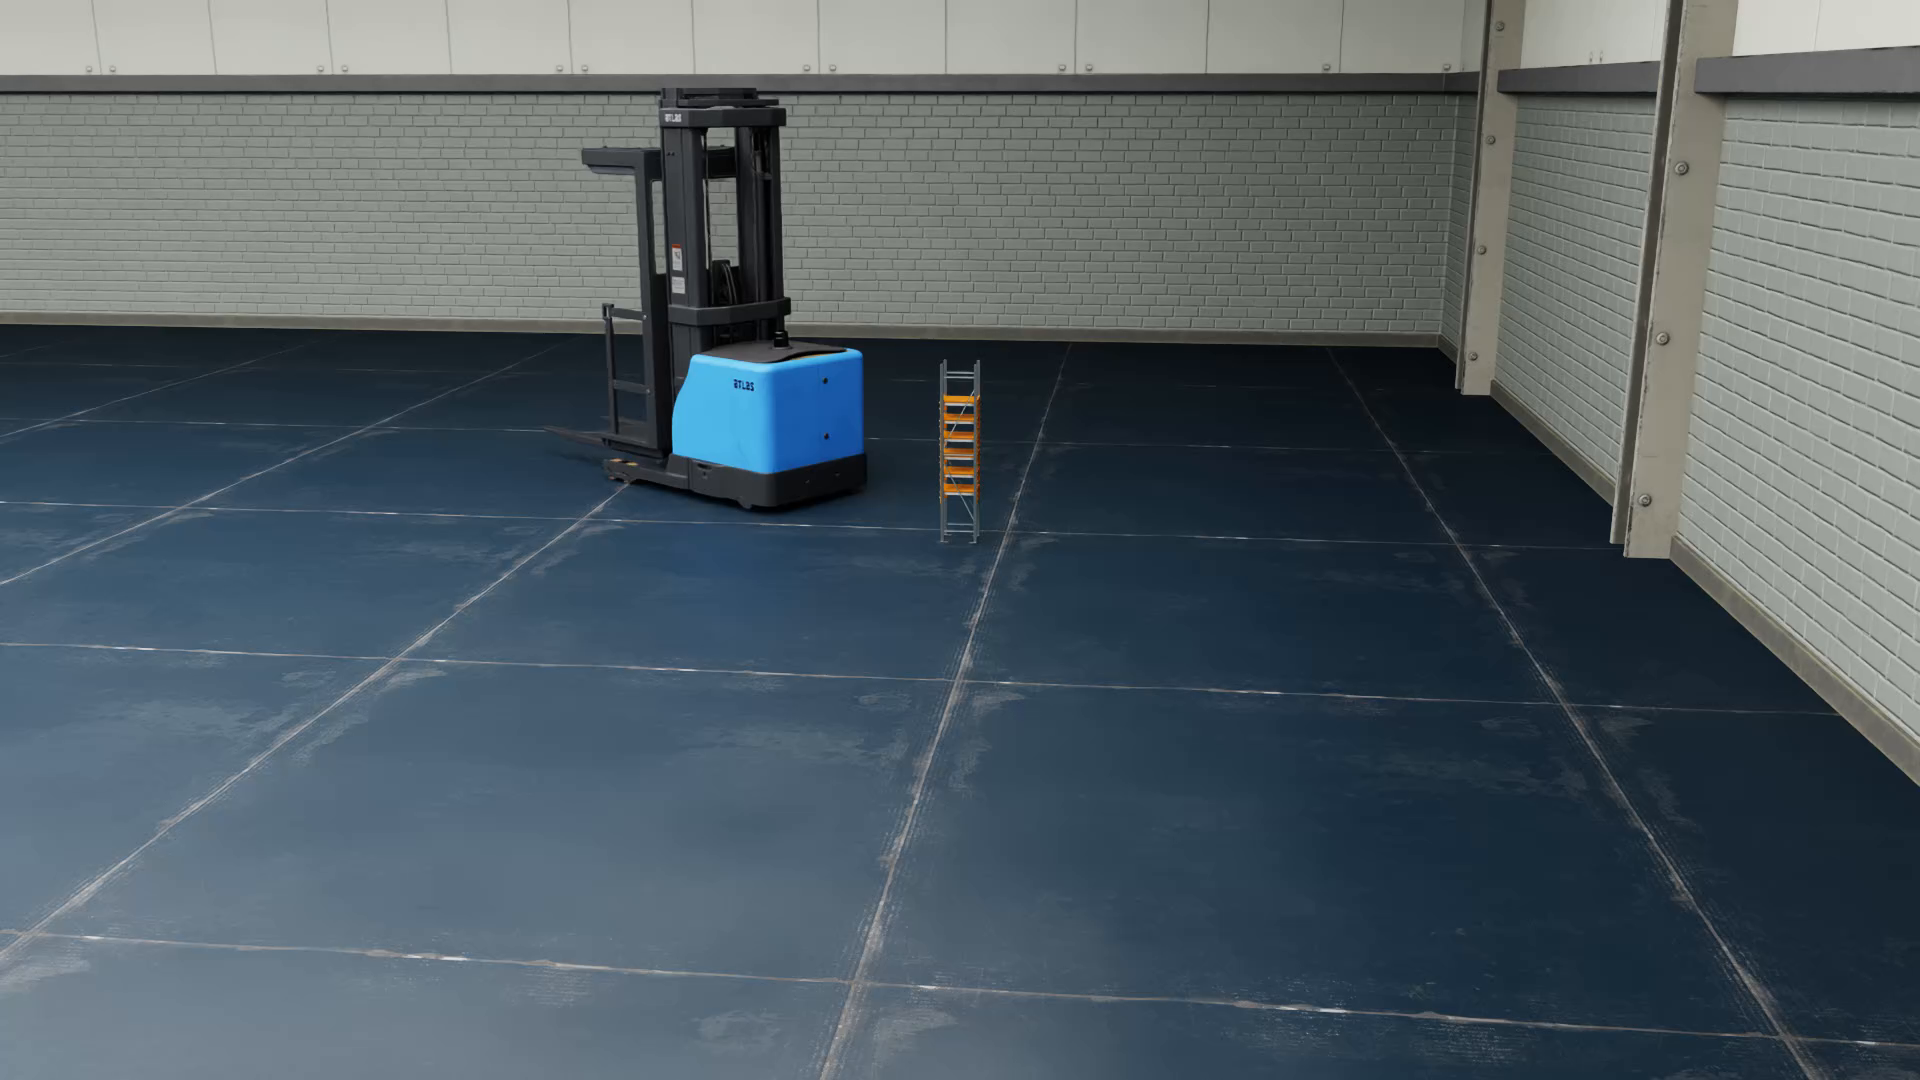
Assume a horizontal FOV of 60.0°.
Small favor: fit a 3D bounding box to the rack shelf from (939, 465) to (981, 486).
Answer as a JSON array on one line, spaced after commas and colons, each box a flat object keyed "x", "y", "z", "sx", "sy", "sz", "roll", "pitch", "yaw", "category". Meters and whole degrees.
[{"x": 0.002, "y": -0.424, "z": 11.062, "sx": 0.258, "sy": 0.103, "sz": 0.180, "roll": 2, "pitch": 15, "yaw": 6, "category": "rack shelf"}]

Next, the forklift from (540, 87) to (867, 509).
[{"x": -2.129, "y": -1.934, "z": 12.700, "sx": 3.031, "sy": 2.935, "sz": 1.130, "roll": 13, "pitch": 20, "yaw": 40, "category": "forklift"}]

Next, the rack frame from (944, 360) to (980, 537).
[{"x": 0.012, "y": -0.607, "z": 11.107, "sx": 0.240, "sy": 1.200, "sz": 0.006, "roll": 2, "pitch": 15, "yaw": 6, "category": "rack frame"}]

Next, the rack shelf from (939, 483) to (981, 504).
[{"x": 0.002, "y": -0.308, "z": 11.094, "sx": 0.258, "sy": 0.103, "sz": 0.180, "roll": 2, "pitch": 15, "yaw": 6, "category": "rack shelf"}]

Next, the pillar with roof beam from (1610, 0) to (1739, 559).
[{"x": 0.201, "y": -4.406, "z": 10.217, "sx": 9.100, "sy": 9.000, "sz": 0.400, "roll": 2, "pitch": 15, "yaw": 6, "category": "pillar with roof beam"}]

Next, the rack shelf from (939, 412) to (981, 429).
[{"x": 0.002, "y": -0.772, "z": 10.968, "sx": 0.258, "sy": 0.103, "sz": 0.180, "roll": 2, "pitch": 15, "yaw": 6, "category": "rack shelf"}]

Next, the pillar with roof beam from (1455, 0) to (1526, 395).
[{"x": 0.878, "y": -5.962, "z": 15.972, "sx": 9.100, "sy": 9.000, "sz": 0.400, "roll": 2, "pitch": 15, "yaw": 6, "category": "pillar with roof beam"}]

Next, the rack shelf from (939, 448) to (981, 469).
[{"x": 0.002, "y": -0.540, "z": 11.031, "sx": 0.258, "sy": 0.103, "sz": 0.180, "roll": 2, "pitch": 15, "yaw": 6, "category": "rack shelf"}]

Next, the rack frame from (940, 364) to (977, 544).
[{"x": -0.009, "y": -0.559, "z": 10.932, "sx": 0.240, "sy": 1.200, "sz": 0.006, "roll": 2, "pitch": 15, "yaw": 6, "category": "rack frame"}]

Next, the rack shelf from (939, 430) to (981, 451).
[{"x": 0.002, "y": -0.656, "z": 11.000, "sx": 0.258, "sy": 0.103, "sz": 0.180, "roll": 2, "pitch": 15, "yaw": 6, "category": "rack shelf"}]

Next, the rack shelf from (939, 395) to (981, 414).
[{"x": 0.002, "y": -0.888, "z": 10.937, "sx": 0.258, "sy": 0.103, "sz": 0.180, "roll": 2, "pitch": 15, "yaw": 6, "category": "rack shelf"}]

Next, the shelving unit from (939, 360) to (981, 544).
[{"x": 0.002, "y": -0.583, "z": 11.019, "sx": 0.258, "sy": 1.200, "sz": 0.189, "roll": 2, "pitch": 15, "yaw": 6, "category": "shelving unit"}]
